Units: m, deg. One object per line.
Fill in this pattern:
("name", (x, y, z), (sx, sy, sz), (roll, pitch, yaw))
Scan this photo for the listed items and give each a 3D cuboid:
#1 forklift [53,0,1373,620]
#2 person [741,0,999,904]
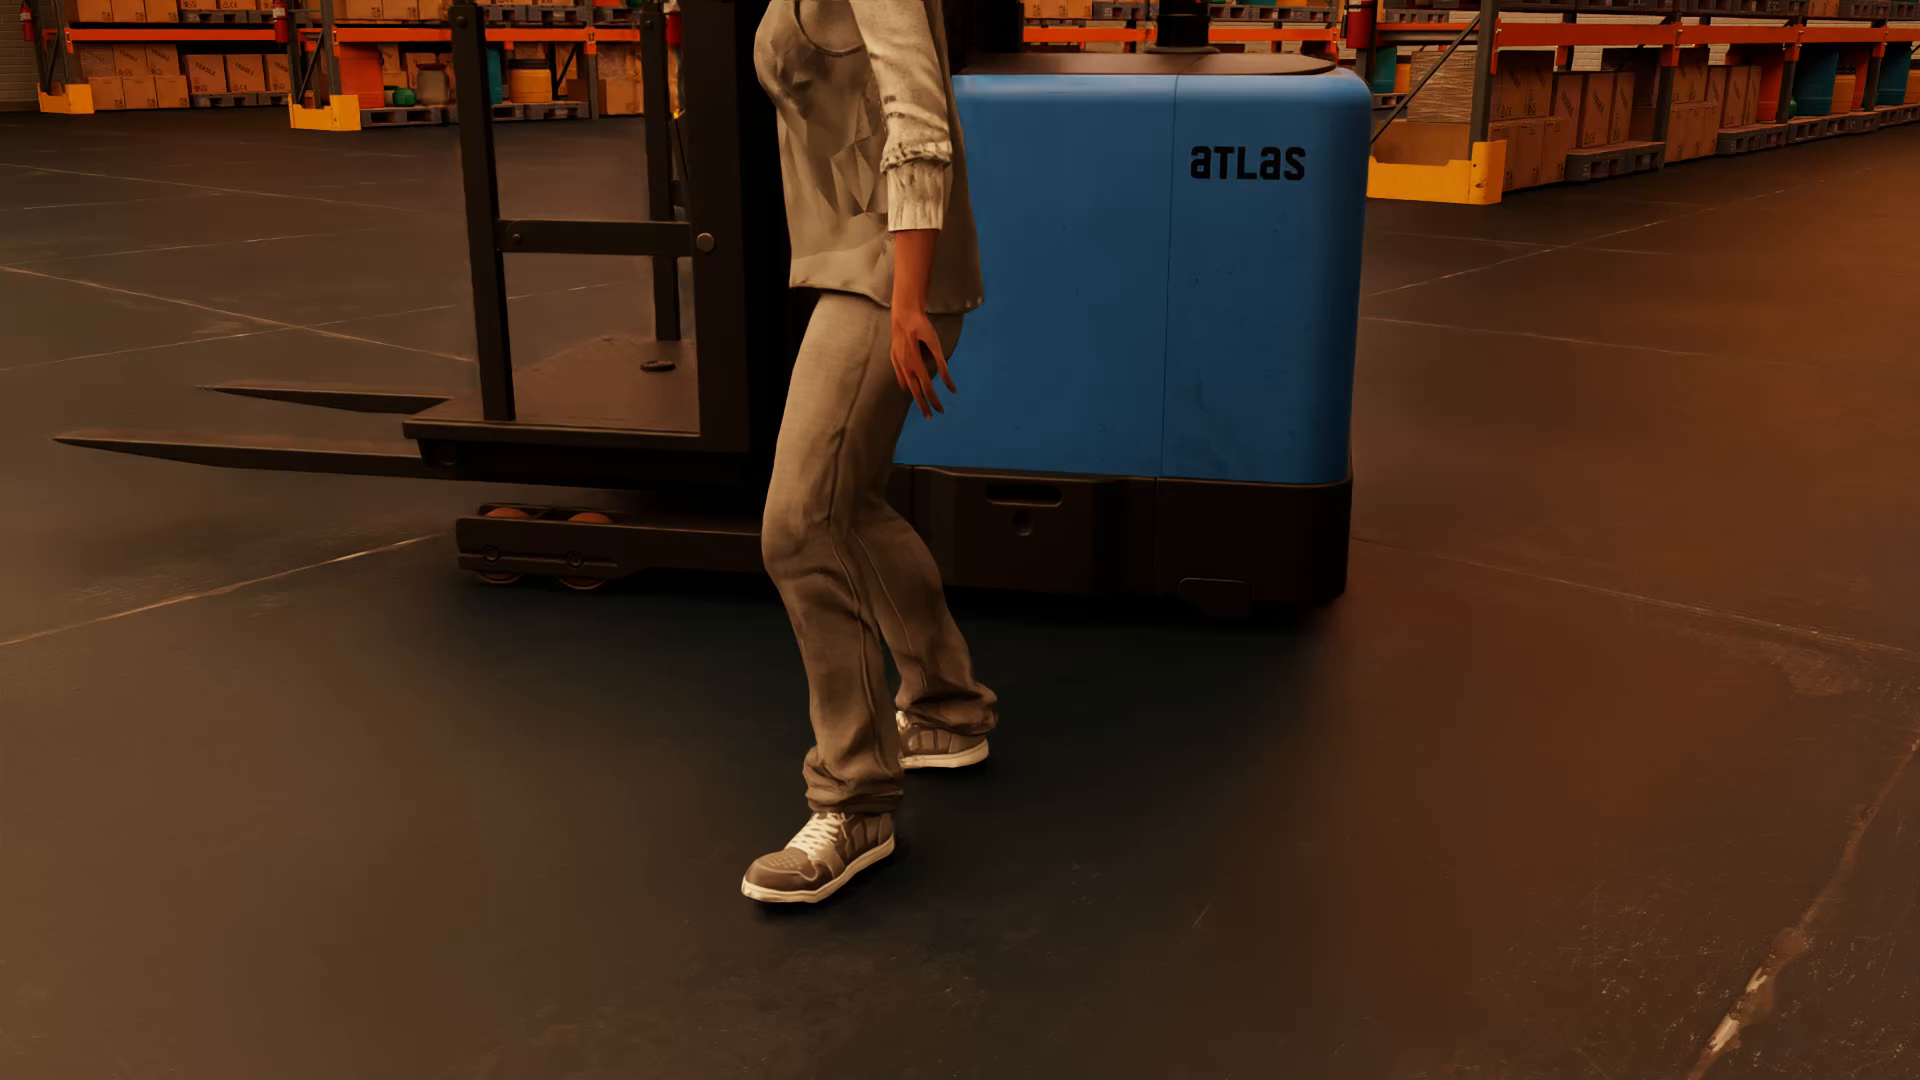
("forklift", (-0.623, -1.440, 3.638), (3.031, 2.935, 1.130), (3, 17, 11))
("person", (-0.128, -0.310, 2.393), (0.397, 1.507, 0.725), (-1, 17, -4))
